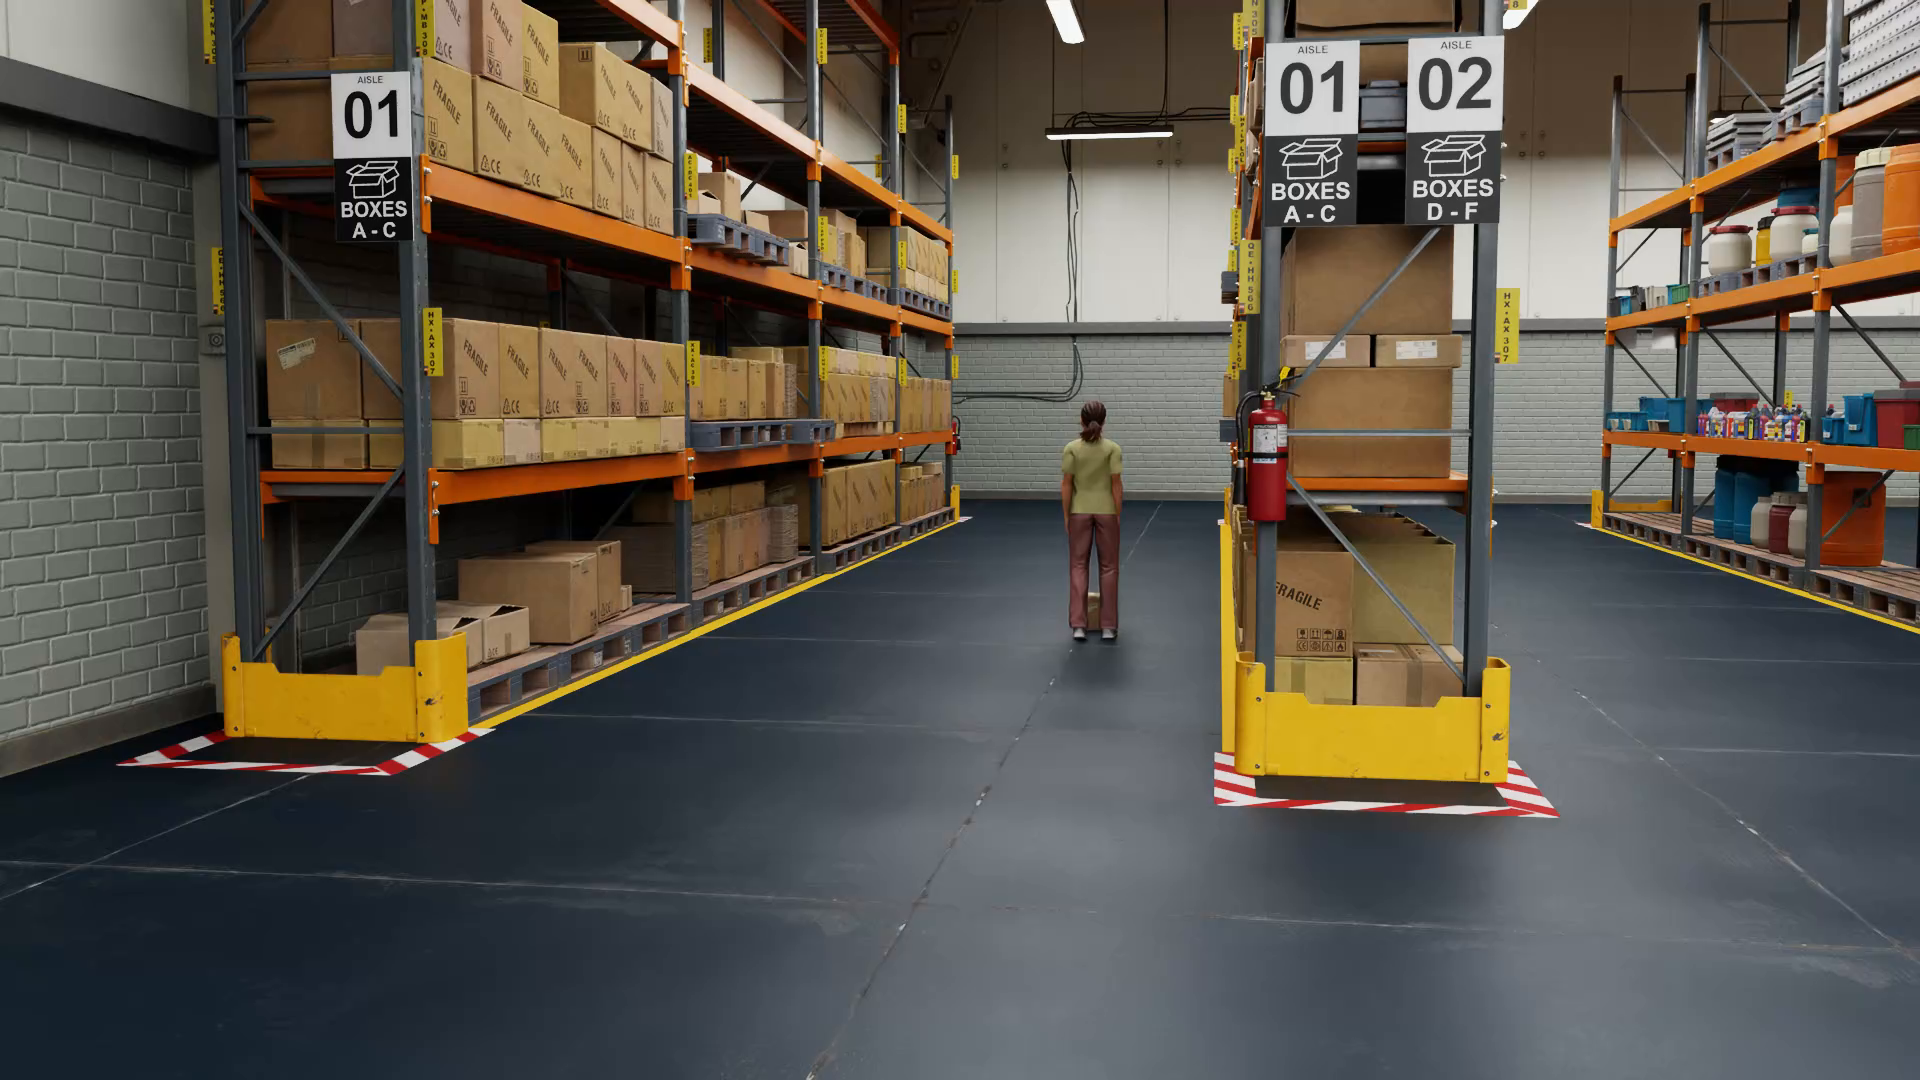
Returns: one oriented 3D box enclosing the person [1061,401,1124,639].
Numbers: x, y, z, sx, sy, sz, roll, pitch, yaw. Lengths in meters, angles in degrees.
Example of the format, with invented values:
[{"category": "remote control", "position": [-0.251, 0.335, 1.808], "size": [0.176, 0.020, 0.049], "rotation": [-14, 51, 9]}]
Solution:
[{"category": "person", "position": [0.931, -0.138, 11.691], "size": [0.441, 1.678, 0.361], "rotation": [1, 5, 10]}]
